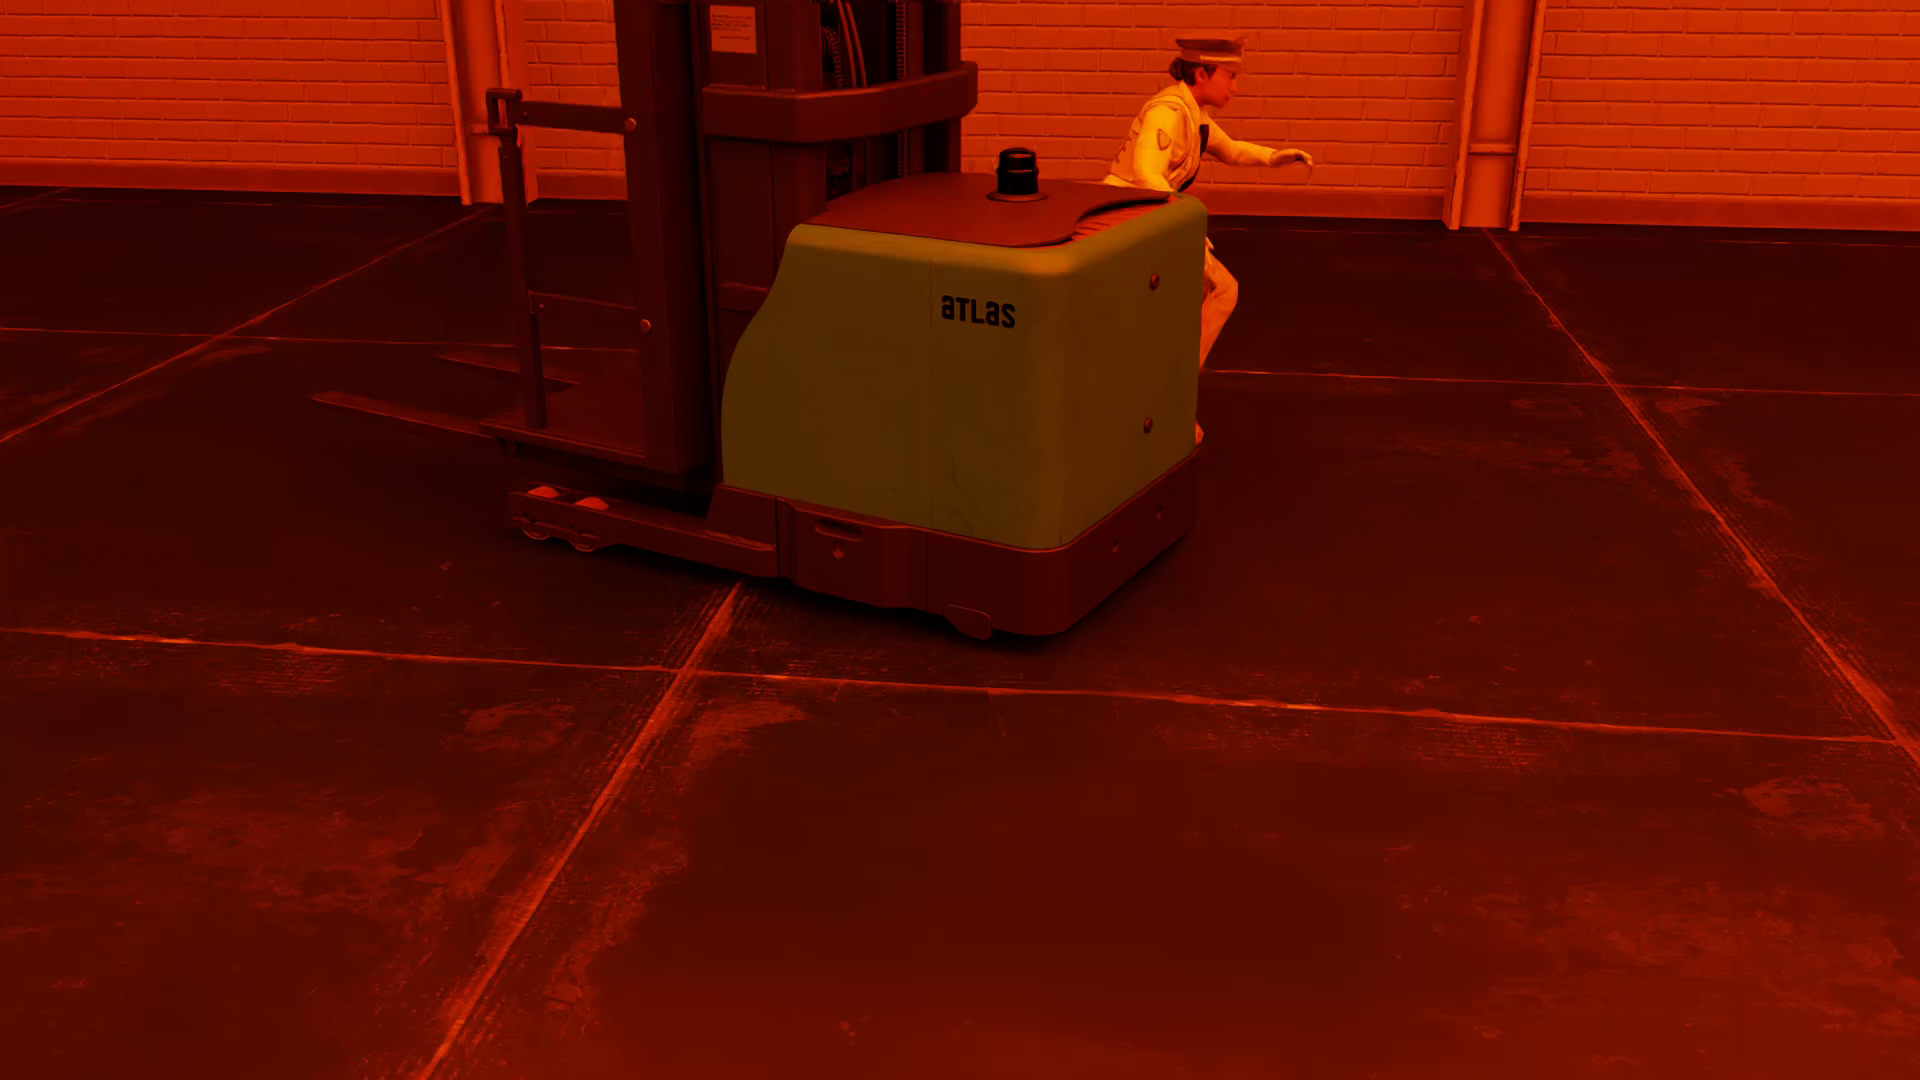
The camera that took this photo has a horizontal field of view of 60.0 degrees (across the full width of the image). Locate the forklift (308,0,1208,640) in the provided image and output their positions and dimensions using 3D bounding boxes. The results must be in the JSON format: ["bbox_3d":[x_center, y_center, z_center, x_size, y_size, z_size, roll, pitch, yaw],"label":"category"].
[{"bbox_3d":[-0.810,-1.478,4.925,3.031,2.935,1.130,12,25,28],"label":"forklift"}]

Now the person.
[{"bbox_3d":[0.834,-1.060,5.925,0.832,1.435,0.894,1,22,3],"label":"person"}]
